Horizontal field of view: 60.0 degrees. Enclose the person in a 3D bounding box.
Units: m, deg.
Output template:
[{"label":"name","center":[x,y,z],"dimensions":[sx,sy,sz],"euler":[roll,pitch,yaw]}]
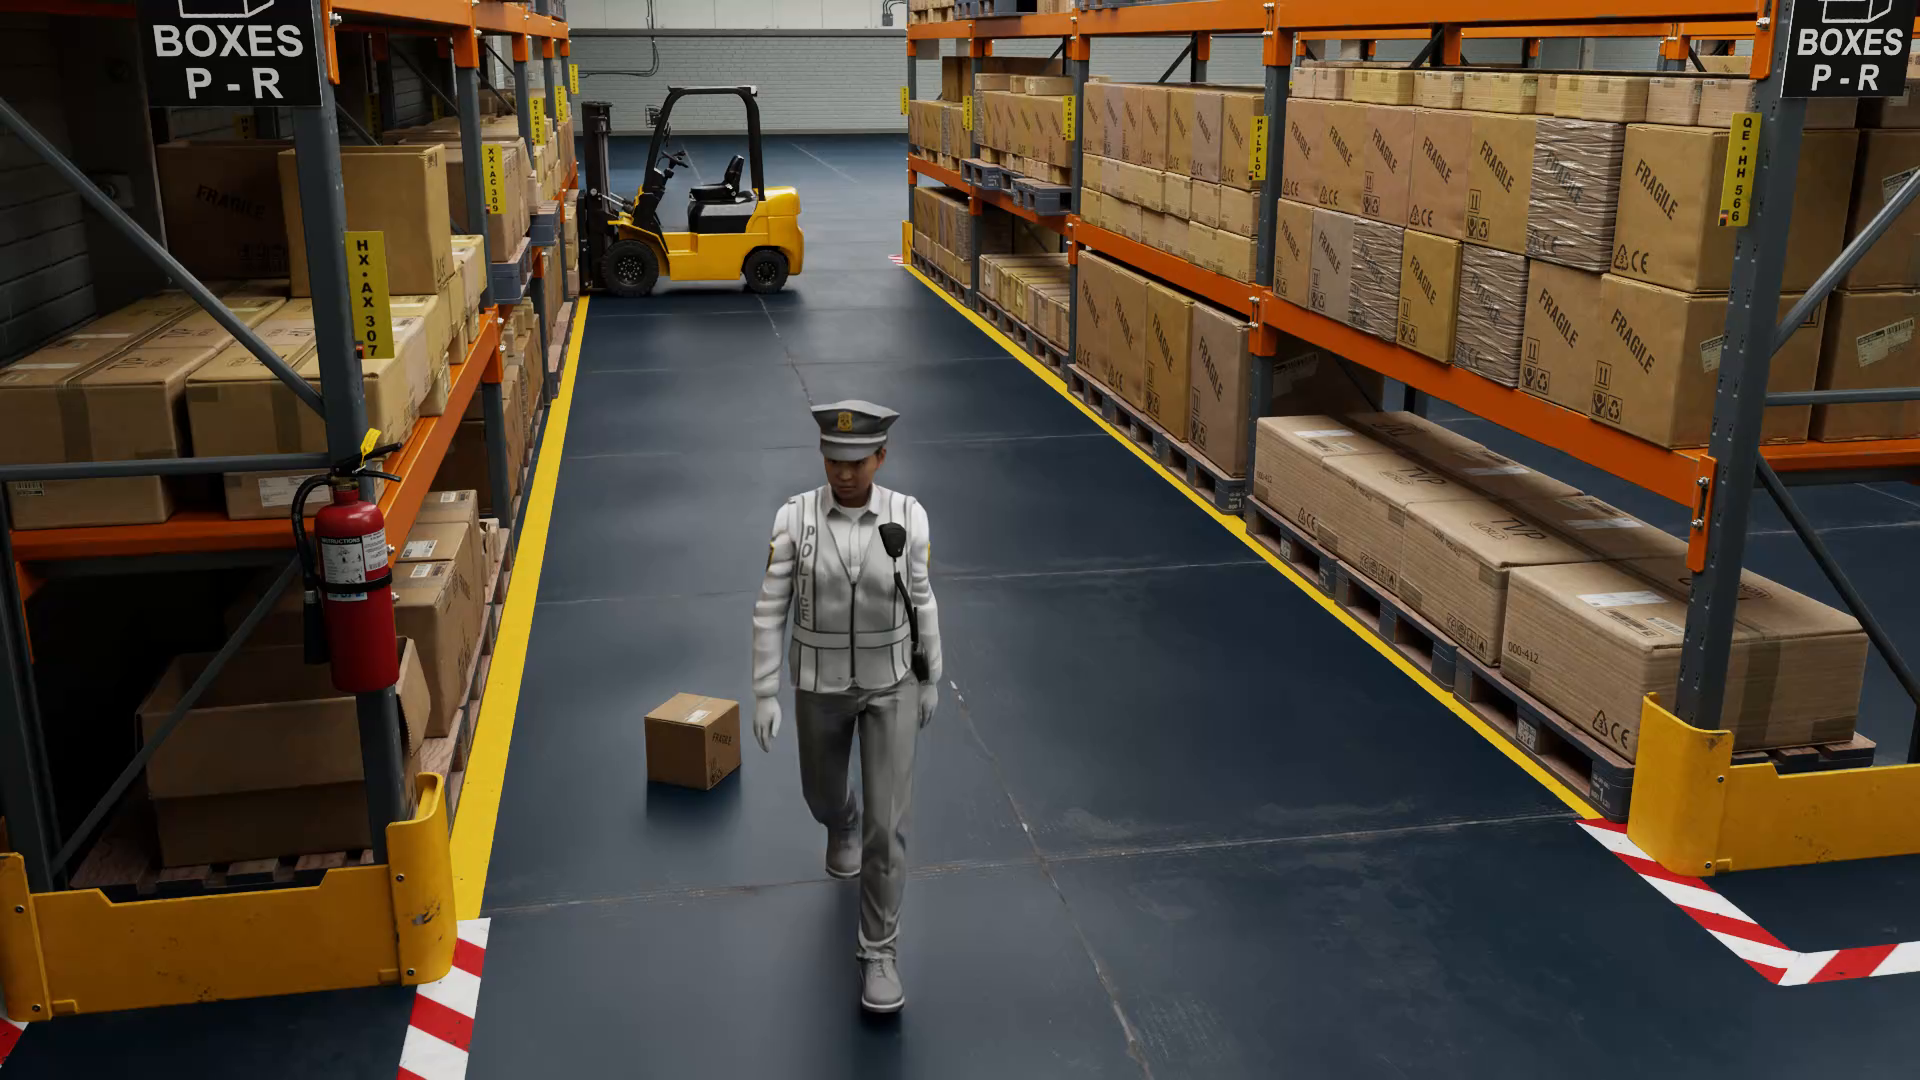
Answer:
[{"label":"person","center":[-0.313,0.393,4.684],"dimensions":[0.527,1.621,0.944],"euler":[0,16,-1]}]
